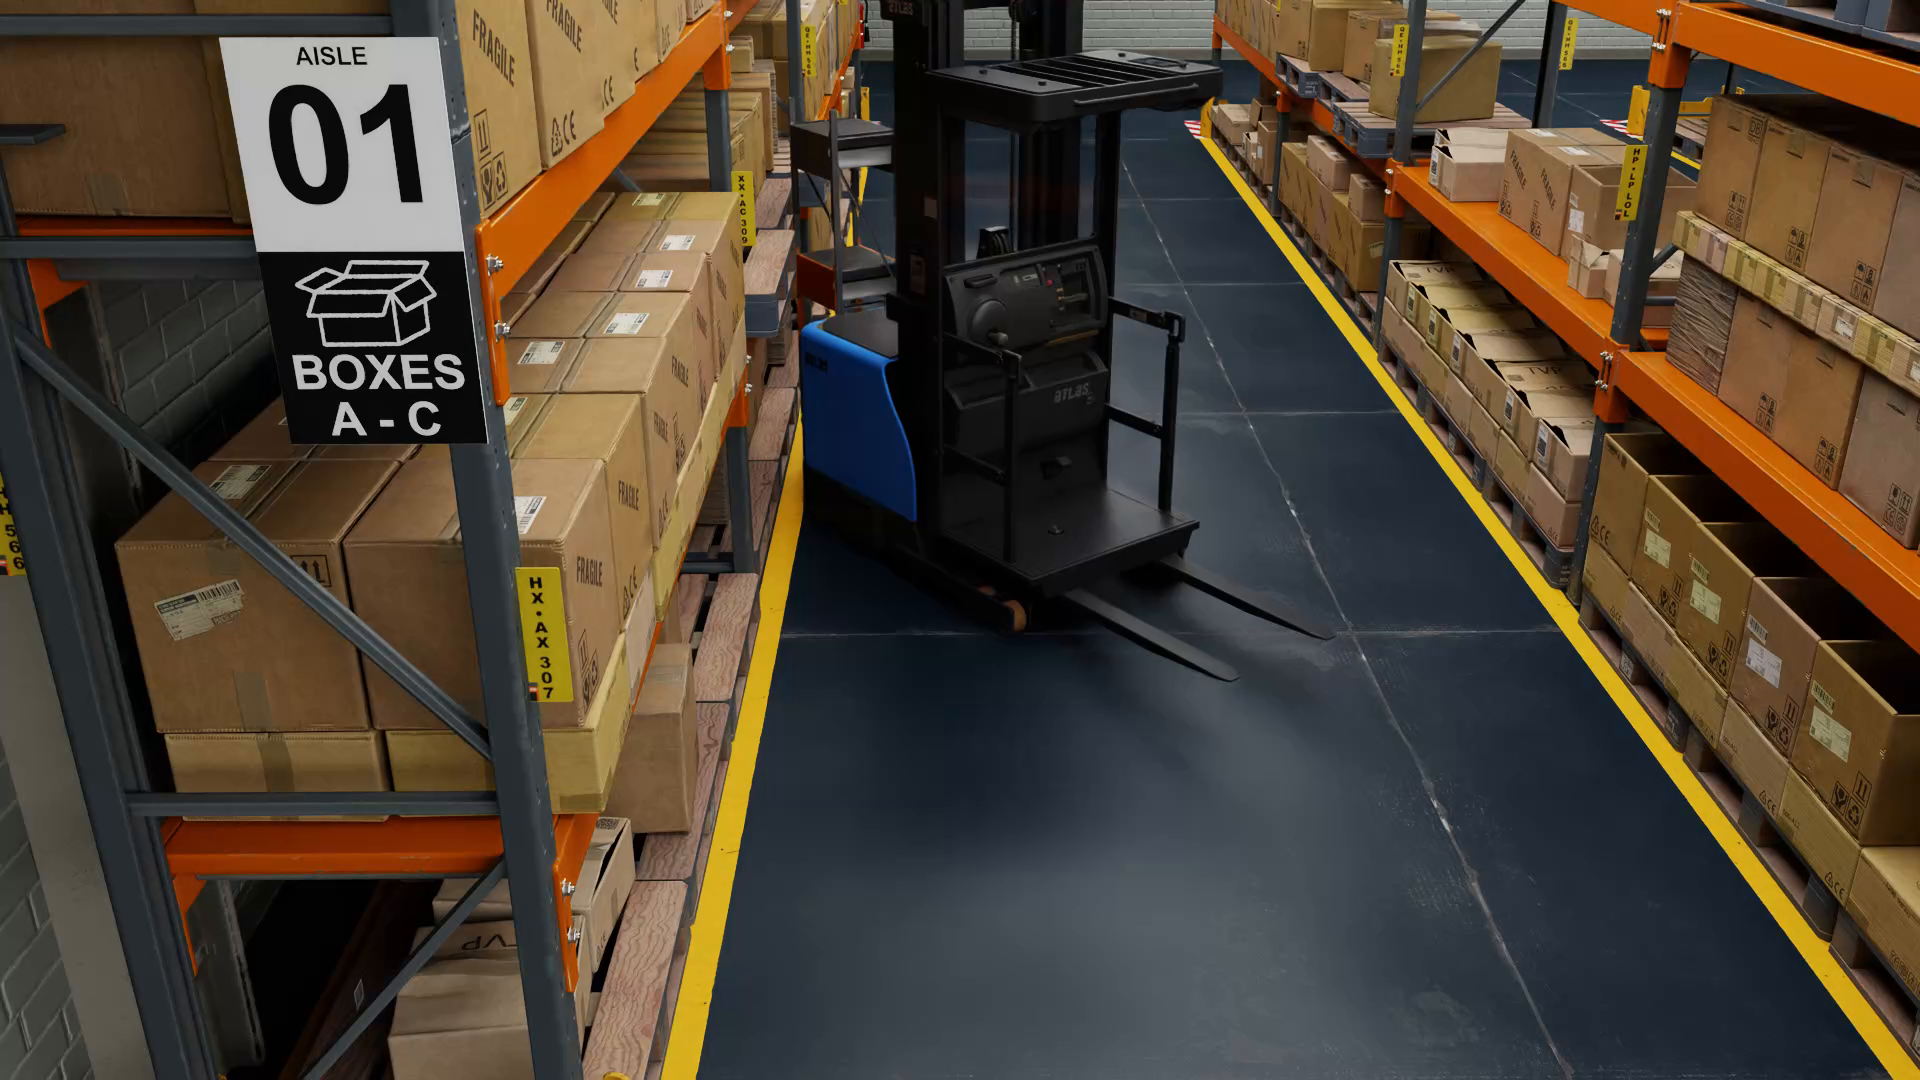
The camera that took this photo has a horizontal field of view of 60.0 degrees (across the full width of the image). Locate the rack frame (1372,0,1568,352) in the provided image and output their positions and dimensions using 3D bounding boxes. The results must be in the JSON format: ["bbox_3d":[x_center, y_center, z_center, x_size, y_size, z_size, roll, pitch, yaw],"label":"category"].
[{"bbox_3d":[3.421,-2.716,11.115,1.000,3.000,0.127,0,24,-1],"label":"rack frame"}]

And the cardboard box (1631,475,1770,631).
[{"bbox_3d":[3.170,0.051,6.915,0.500,0.500,0.500,0,24,-1],"label":"cardboard box"}]

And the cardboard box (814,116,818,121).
[{"bbox_3d":[-1.217,-2.937,11.885,0.380,0.149,0.250,0,24,1],"label":"cardboard box"}]

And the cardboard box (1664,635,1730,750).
[{"bbox_3d":[3.167,0.599,6.614,0.500,0.250,0.500,0,24,-1],"label":"cardboard box"}]

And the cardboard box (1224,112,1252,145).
[{"bbox_3d":[3.067,-4.322,17.470,0.500,0.250,0.500,0,24,-1],"label":"cardboard box"}]

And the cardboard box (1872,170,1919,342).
[{"bbox_3d":[3.492,-0.901,5.406,0.700,0.500,0.500,0,24,-1],"label":"cardboard box"}]

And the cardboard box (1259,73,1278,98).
[{"bbox_3d":[3.586,-4.851,18.335,0.500,0.500,0.500,0,24,-1],"label":"cardboard box"}]

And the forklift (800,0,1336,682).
[{"bbox_3d":[0.455,-1.121,7.673,1.130,2.935,3.031,-18,30,-34],"label":"forklift"}]

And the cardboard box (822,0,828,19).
[{"bbox_3d":[-1.313,-4.260,13.112,0.500,0.250,0.500,0,24,0],"label":"cardboard box"}]

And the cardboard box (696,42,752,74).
[{"bbox_3d":[-1.480,-2.959,10.210,0.380,0.149,0.250,-4,25,-9],"label":"cardboard box"}]

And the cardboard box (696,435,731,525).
[{"bbox_3d":[-1.513,-0.408,8.513,0.700,0.500,0.500,1,24,1],"label":"cardboard box"}]

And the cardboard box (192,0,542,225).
[{"bbox_3d":[-1.199,-0.956,3.438,0.500,0.500,0.500,0,24,1],"label":"cardboard box"}]

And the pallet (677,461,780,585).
[{"bbox_3d":[-1.499,-0.094,8.702,1.003,0.211,1.213,0,24,-1],"label":"pallet"}]

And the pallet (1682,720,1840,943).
[{"bbox_3d":[3.448,1.035,6.206,1.003,0.211,1.213,0,24,-1],"label":"pallet"}]

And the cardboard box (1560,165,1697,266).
[{"bbox_3d":[3.467,-1.647,8.630,0.500,0.500,0.500,1,24,3],"label":"cardboard box"}]

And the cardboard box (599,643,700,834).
[{"bbox_3d":[-1.327,0.720,6.017,0.700,0.500,0.500,-2,24,-4],"label":"cardboard box"}]

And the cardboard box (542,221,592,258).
[{"bbox_3d":[-1.690,-0.918,6.388,0.500,0.500,0.500,0,24,-1],"label":"cardboard box"}]

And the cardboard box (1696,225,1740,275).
[{"bbox_3d":[3.277,-1.194,6.841,0.380,0.149,0.250,0,24,0],"label":"cardboard box"}]

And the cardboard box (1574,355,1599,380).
[{"bbox_3d":[3.702,-0.852,9.141,0.500,0.311,0.500,-1,24,-2],"label":"cardboard box"}]

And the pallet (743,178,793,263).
[{"bbox_3d":[-1.470,-1.789,9.298,1.003,0.211,1.213,0,24,-1],"label":"pallet"}]

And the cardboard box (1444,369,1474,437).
[{"bbox_3d":[3.156,-0.805,9.716,0.500,0.250,0.500,0,24,1],"label":"cardboard box"}]

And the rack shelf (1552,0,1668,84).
[{"bbox_3d":[3.443,-2.931,8.823,1.077,0.370,4.000,0,24,-1],"label":"rack shelf"}]

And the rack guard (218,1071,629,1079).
[{"bbox_3d":[-1.446,1.712,4.358,1.175,0.500,0.348,0,24,-1],"label":"rack guard"}]

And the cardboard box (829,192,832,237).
[{"bbox_3d":[-1.426,-2.919,13.662,0.750,0.750,0.750,0,24,1],"label":"cardboard box"}]

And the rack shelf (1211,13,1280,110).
[{"bbox_3d":[3.356,-4.860,16.729,1.077,0.370,4.000,0,24,-1],"label":"rack shelf"}]

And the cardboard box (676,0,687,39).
[{"bbox_3d":[-1.243,-2.050,5.856,0.500,0.500,0.500,-2,24,-5],"label":"cardboard box"}]

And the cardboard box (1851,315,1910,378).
[{"bbox_3d":[3.294,-0.659,5.658,0.380,0.149,0.250,0,24,-1],"label":"cardboard box"}]

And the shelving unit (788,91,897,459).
[{"bbox_3d":[-0.613,-1.353,9.180,0.431,2.100,0.503,-14,27,-28],"label":"shelving unit"}]

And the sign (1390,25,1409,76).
[{"bbox_3d":[2.879,-3.201,10.878,0.100,0.325,0.005,0,24,-1],"label":"sign"}]

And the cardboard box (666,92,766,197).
[{"bbox_3d":[-1.481,-2.231,9.388,0.700,0.500,0.500,0,24,-1],"label":"cardboard box"}]

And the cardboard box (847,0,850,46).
[{"bbox_3d":[-1.586,-5.301,16.467,0.980,0.700,0.700,-1,24,-3],"label":"cardboard box"}]

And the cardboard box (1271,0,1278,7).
[{"bbox_3d":[3.113,-5.072,14.990,0.500,0.500,0.500,0,24,0],"label":"cardboard box"}]

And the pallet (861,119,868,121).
[{"bbox_3d":[-1.533,-4.389,18.198,1.003,0.211,1.213,0,24,-1],"label":"pallet"}]

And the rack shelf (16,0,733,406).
[{"bbox_3d":[-1.467,-1.258,5.126,1.077,0.370,4.000,0,24,-1],"label":"rack shelf"}]

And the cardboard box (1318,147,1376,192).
[{"bbox_3d":[3.156,-2.948,13.218,0.500,0.250,0.500,-1,24,-2],"label":"cardboard box"}]

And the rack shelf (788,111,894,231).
[{"bbox_3d":[-0.616,-1.983,8.908,0.431,0.518,0.480,-14,27,-28],"label":"rack shelf"}]

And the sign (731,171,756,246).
[{"bbox_3d":[-0.946,-1.444,7.252,0.100,0.325,0.005,0,24,-1],"label":"sign"}]

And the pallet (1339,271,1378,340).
[{"bbox_3d":[3.451,-1.753,12.370,1.003,0.211,1.213,0,24,-1],"label":"pallet"}]

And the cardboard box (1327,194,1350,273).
[{"bbox_3d":[3.171,-2.375,12.860,0.500,0.500,0.500,-1,24,-2],"label":"cardboard box"}]

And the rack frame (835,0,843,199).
[{"bbox_3d":[-1.576,-4.340,14.706,1.000,3.000,0.127,0,24,-1],"label":"rack frame"}]

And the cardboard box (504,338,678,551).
[{"bbox_3d":[-1.144,-0.293,5.005,0.500,0.500,0.500,-1,24,-2],"label":"cardboard box"}]

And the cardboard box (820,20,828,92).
[{"bbox_3d":[-1.296,-3.718,12.825,0.500,0.500,0.500,0,24,1],"label":"cardboard box"}]

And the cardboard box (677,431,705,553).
[{"bbox_3d":[-1.156,-0.171,5.646,0.500,0.250,0.500,0,24,0],"label":"cardboard box"}]

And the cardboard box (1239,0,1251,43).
[{"bbox_3d":[3.092,-5.248,16.593,0.500,0.500,0.500,0,24,0],"label":"cardboard box"}]

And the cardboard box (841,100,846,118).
[{"bbox_3d":[-1.303,-4.139,15.997,0.380,0.149,0.250,1,24,1],"label":"cardboard box"}]

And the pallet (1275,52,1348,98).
[{"bbox_3d":[3.277,-3.947,14.069,1.003,0.211,1.213,0,24,-1],"label":"pallet"}]

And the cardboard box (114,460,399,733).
[{"bbox_3d":[-1.663,0.129,4.073,0.500,0.500,0.500,-1,24,-1],"label":"cardboard box"}]

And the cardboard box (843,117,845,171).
[{"bbox_3d":[-1.484,-3.908,16.275,0.700,0.500,0.500,0,24,-1],"label":"cardboard box"}]

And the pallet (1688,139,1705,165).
[{"bbox_3d":[8.268,-3.921,17.163,1.003,0.211,1.213,0,24,-1],"label":"pallet"}]

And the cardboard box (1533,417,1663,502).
[{"bbox_3d":[3.174,-0.427,8.201,0.500,0.311,0.500,0,24,-1],"label":"cardboard box"}]

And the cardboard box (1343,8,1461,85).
[{"bbox_3d":[3.458,-3.873,13.043,0.700,0.500,0.500,-6,25,-14],"label":"cardboard box"}]

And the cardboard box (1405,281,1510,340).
[{"bbox_3d":[3.147,-1.476,10.521,0.500,0.311,0.500,-1,24,-2],"label":"cardboard box"}]

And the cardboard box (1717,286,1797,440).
[{"bbox_3d":[3.488,-0.713,6.565,0.700,0.500,0.500,-1,24,-1],"label":"cardboard box"}]
